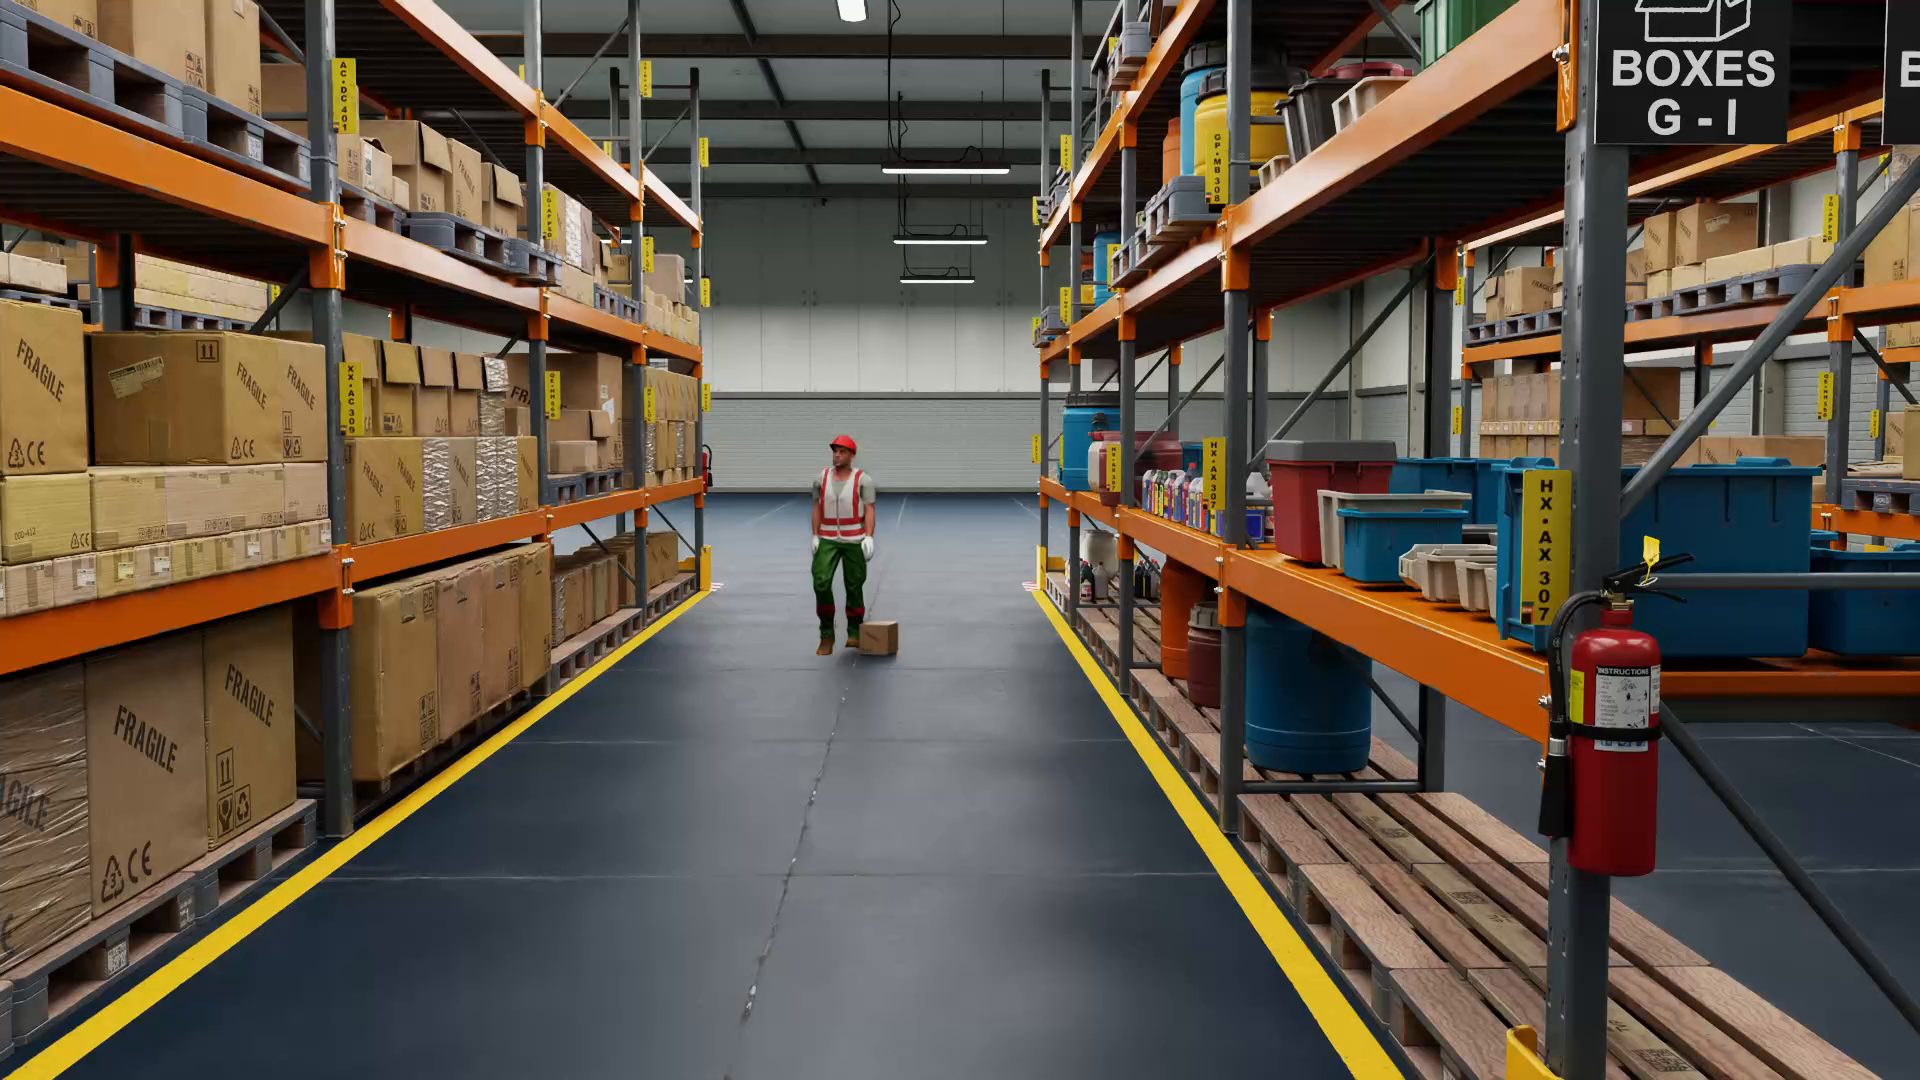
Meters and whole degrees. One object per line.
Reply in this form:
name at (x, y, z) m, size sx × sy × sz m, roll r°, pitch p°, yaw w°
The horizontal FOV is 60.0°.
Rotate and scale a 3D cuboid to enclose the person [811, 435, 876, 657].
person at (-0.964, 0.052, 13.742) m, size 0.586 × 1.841 × 0.563 m, roll 1°, pitch 4°, yaw 8°
